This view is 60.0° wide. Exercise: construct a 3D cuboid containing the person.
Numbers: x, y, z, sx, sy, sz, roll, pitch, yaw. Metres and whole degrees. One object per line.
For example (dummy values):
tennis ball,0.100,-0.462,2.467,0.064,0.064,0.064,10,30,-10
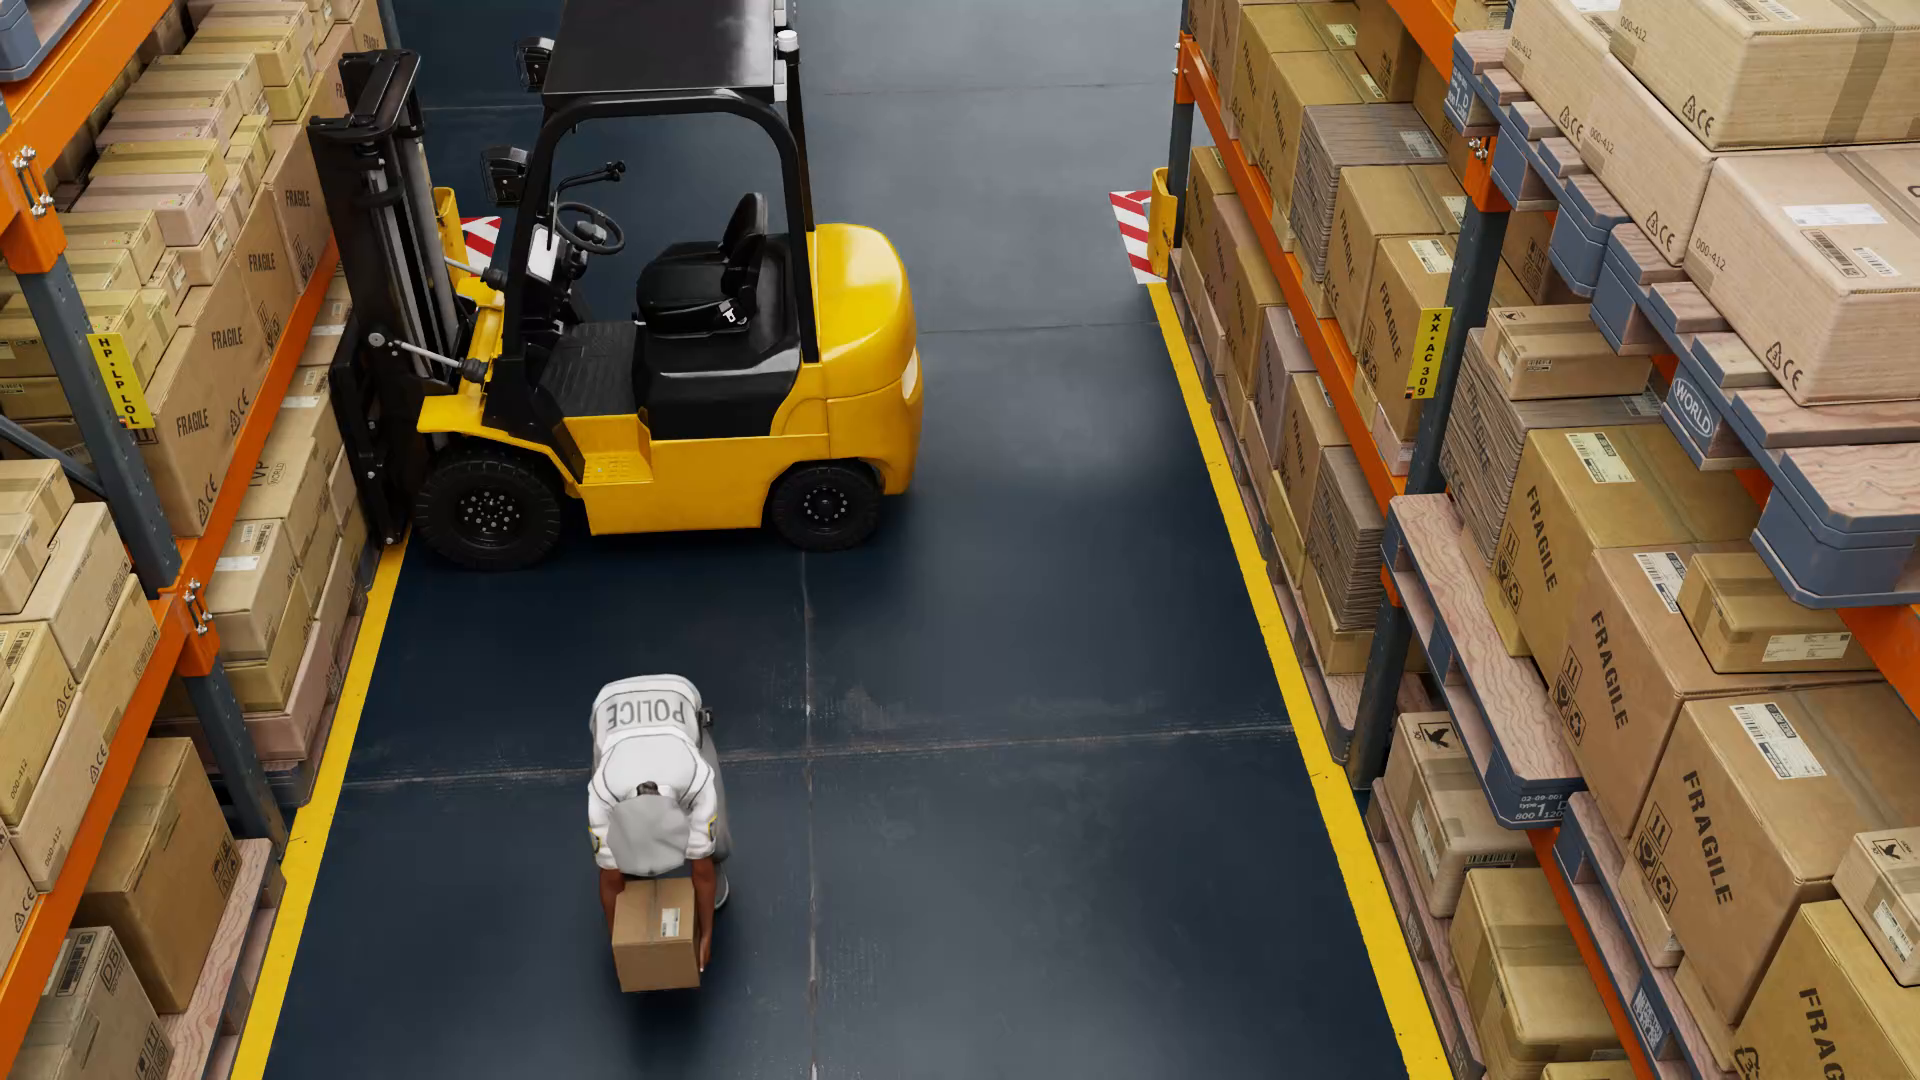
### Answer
person,-0.997,0.962,5.506,0.469,1.003,0.932,-5,40,-6
